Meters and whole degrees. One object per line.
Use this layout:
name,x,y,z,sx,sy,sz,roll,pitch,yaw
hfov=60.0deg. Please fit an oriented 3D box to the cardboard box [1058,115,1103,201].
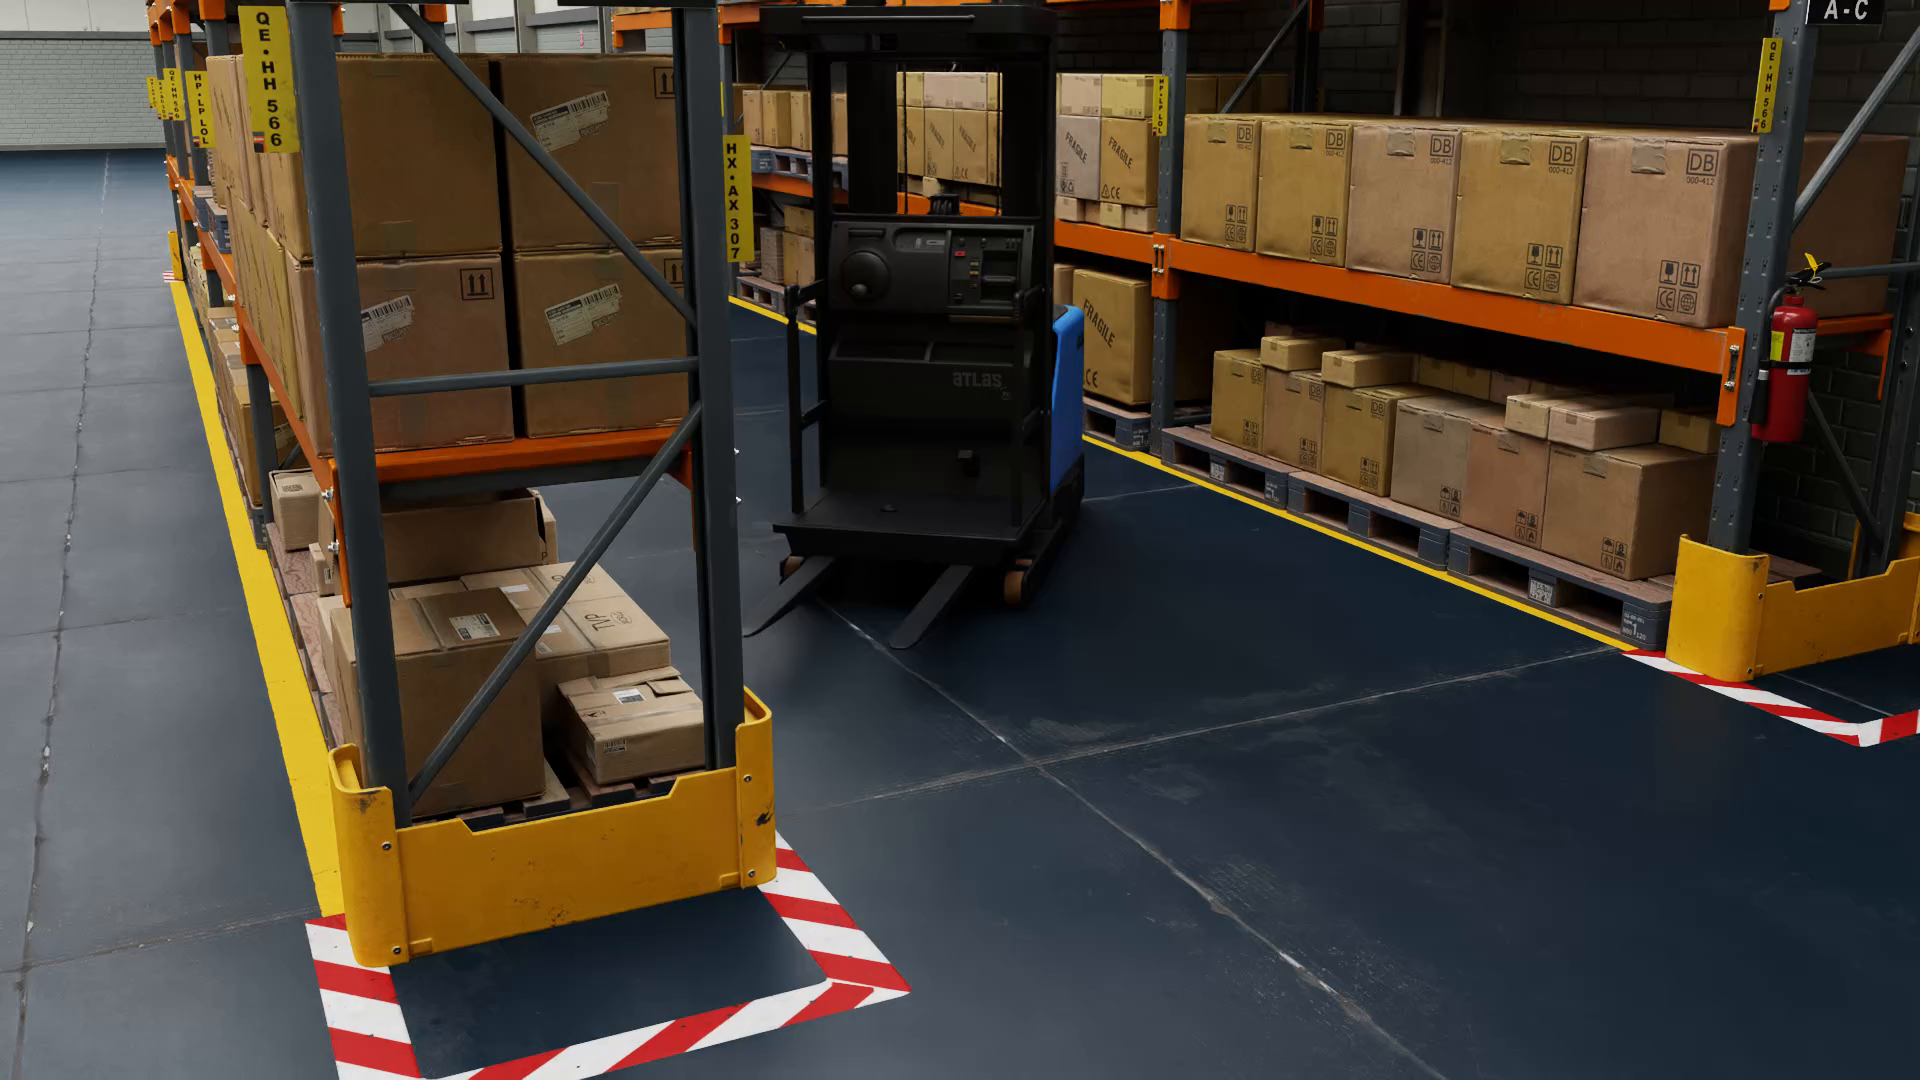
cardboard box,0.958,-2.412,10.460,0.500,0.500,0.500,-7,18,-24

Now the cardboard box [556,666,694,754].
cardboard box,-1.064,0.533,5.296,0.380,0.166,0.250,-8,18,-25

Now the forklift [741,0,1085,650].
forklift,-0.178,-1.226,7.209,1.130,2.935,3.031,4,16,13

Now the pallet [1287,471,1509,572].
pallet,2.421,-0.161,8.428,1.003,0.211,1.213,-8,18,-25

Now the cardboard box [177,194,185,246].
cardboard box,-7.833,-3.335,17.298,0.500,0.500,0.500,-8,18,-25

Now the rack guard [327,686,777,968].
rack guard,-1.113,0.772,4.654,1.175,0.500,0.348,-8,18,-25

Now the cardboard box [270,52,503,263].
cardboard box,-1.522,-1.016,4.360,0.500,0.500,0.500,-8,18,-25

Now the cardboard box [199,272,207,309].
cardboard box,-5.487,-1.898,12.632,0.500,0.311,0.500,-8,18,-25

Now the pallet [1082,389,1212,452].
pallet,1.214,-0.844,10.808,1.003,0.211,1.213,-8,18,-25

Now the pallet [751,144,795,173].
pallet,-1.681,-3.686,16.006,1.003,0.211,1.213,-8,18,-25

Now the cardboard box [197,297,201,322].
cardboard box,-6.160,-2.009,14.038,0.500,0.250,0.500,-7,18,-24

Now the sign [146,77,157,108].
sign,-8.591,-4.766,17.709,0.100,0.325,0.005,-8,18,-25

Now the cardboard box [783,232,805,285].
cardboard box,-1.276,-2.693,15.931,0.700,0.500,0.500,-8,18,-26

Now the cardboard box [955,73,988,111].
cardboard box,0.293,-3.154,11.688,0.500,0.250,0.500,-8,18,-25

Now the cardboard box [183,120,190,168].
cardboard box,-7.215,-3.925,16.309,0.700,0.500,0.500,-7,17,-23

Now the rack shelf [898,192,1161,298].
rack shelf,0.743,-2.152,11.616,1.077,0.370,4.000,-8,18,-25

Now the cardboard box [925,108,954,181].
cardboard box,0.071,-2.912,12.203,0.500,0.500,0.500,-7,17,-23

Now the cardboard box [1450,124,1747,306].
cardboard box,2.811,-1.459,7.351,0.980,0.700,0.700,-8,18,-25

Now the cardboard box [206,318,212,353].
cardboard box,-5.263,-1.503,12.273,0.500,0.250,0.500,-8,18,-26

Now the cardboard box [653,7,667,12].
cardboard box,-3.028,-5.968,17.953,0.500,0.500,0.500,-6,17,-21

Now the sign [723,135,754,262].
sign,-0.592,-0.892,4.352,0.100,0.325,0.005,-8,18,-25

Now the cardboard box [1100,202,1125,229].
cardboard box,1.085,-2.000,10.201,0.380,0.149,0.250,-7,18,-24

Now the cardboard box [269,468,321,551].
cardboard box,-2.842,-0.191,7.556,0.500,0.311,0.500,-8,18,-25

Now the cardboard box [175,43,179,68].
cardboard box,-6.978,-4.416,15.669,0.700,0.500,0.500,-8,18,-25

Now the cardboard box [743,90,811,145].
cardboard box,-1.693,-4.115,16.172,0.700,0.500,0.500,-8,18,-25

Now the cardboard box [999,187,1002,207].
cardboard box,0.485,-2.394,11.574,0.380,0.149,0.250,-8,18,-25

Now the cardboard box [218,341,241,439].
cardboard box,-3.959,-0.874,9.592,0.500,0.500,0.500,-8,18,-27

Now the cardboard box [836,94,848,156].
cardboard box,-0.617,-3.504,14.044,0.700,0.500,0.500,-10,19,-30

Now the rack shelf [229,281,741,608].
rack shelf,-1.956,-0.561,6.070,1.077,0.370,4.000,-8,18,-25

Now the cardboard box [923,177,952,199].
cardboard box,-0.054,-2.633,12.408,0.380,0.149,0.250,-7,17,-23

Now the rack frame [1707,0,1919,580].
rack frame,3.372,-1.010,6.332,1.000,3.000,0.127,-8,18,-25

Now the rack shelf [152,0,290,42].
rack shelf,-5.460,-3.986,12.569,1.077,0.370,4.000,-8,18,-25

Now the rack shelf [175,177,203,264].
rack shelf,-5.460,-2.544,12.983,1.077,0.370,4.000,-8,18,-25

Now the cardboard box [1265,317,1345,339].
cardboard box,1.970,-1.176,9.505,0.380,0.149,0.250,-8,18,-25

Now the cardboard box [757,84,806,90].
cardboard box,-1.903,-4.425,17.110,0.500,0.500,0.500,-8,18,-26

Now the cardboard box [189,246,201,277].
cardboard box,-6.380,-2.403,14.394,0.500,0.311,0.500,-8,18,-25

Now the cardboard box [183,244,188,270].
cardboard box,-7.832,-2.975,17.402,0.500,0.250,0.500,-8,18,-25

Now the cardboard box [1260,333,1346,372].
cardboard box,1.841,-1.009,8.924,0.380,0.149,0.250,-7,17,-23

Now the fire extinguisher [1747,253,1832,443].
fire extinguisher,3.023,-0.700,6.070,0.296,0.674,0.183,-8,18,-25

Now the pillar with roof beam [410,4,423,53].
pillar with roof beam,-16.937,-13.223,38.014,9.100,9.000,0.400,-8,18,-25

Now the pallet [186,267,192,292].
pallet,-7.716,-2.853,17.809,1.003,0.211,1.213,-8,18,-25

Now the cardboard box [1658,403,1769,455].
cardboard box,3.210,-0.477,7.069,0.380,0.149,0.250,-8,18,-25

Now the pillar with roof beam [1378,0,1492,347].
pillar with roof beam,-1.166,-4.296,6.908,9.100,9.000,0.400,-8,18,-25

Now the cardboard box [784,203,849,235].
cardboard box,-1.352,-3.067,15.874,0.500,0.250,0.500,-8,18,-26

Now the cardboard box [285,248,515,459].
cardboard box,-1.520,-0.537,4.502,0.500,0.500,0.500,-7,17,-23

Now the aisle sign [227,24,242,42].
aisle sign,-7.854,-5.679,17.890,0.394,0.787,0.004,-8,18,-25

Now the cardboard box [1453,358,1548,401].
cardboard box,2.653,-0.791,8.163,0.380,0.149,0.250,-7,18,-24

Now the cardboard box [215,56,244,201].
cardboard box,-2.427,-1.525,6.132,0.500,0.500,0.500,-8,18,-27

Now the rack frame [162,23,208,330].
rack frame,-6.337,-3.386,14.612,1.000,3.000,0.127,-8,18,-25

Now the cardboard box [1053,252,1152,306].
cardboard box,0.826,-1.536,11.301,0.750,0.750,0.750,-7,17,-23

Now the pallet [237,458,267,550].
pallet,-3.222,-0.259,8.771,1.003,0.211,1.213,-8,18,-25

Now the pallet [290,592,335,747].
pallet,-1.994,0.411,6.435,1.003,0.211,1.213,-8,18,-25

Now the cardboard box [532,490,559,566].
cardboard box,-1.999,-0.028,6.989,0.500,0.311,0.500,-8,18,-25

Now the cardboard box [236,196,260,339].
cardboard box,-2.409,-1.040,6.256,0.500,0.500,0.500,-8,18,-25

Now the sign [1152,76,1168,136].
sign,1.136,-2.452,9.403,0.100,0.325,0.005,-8,18,-25

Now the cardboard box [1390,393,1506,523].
cardboard box,2.535,-0.421,8.049,0.700,0.500,0.500,-8,18,-27
